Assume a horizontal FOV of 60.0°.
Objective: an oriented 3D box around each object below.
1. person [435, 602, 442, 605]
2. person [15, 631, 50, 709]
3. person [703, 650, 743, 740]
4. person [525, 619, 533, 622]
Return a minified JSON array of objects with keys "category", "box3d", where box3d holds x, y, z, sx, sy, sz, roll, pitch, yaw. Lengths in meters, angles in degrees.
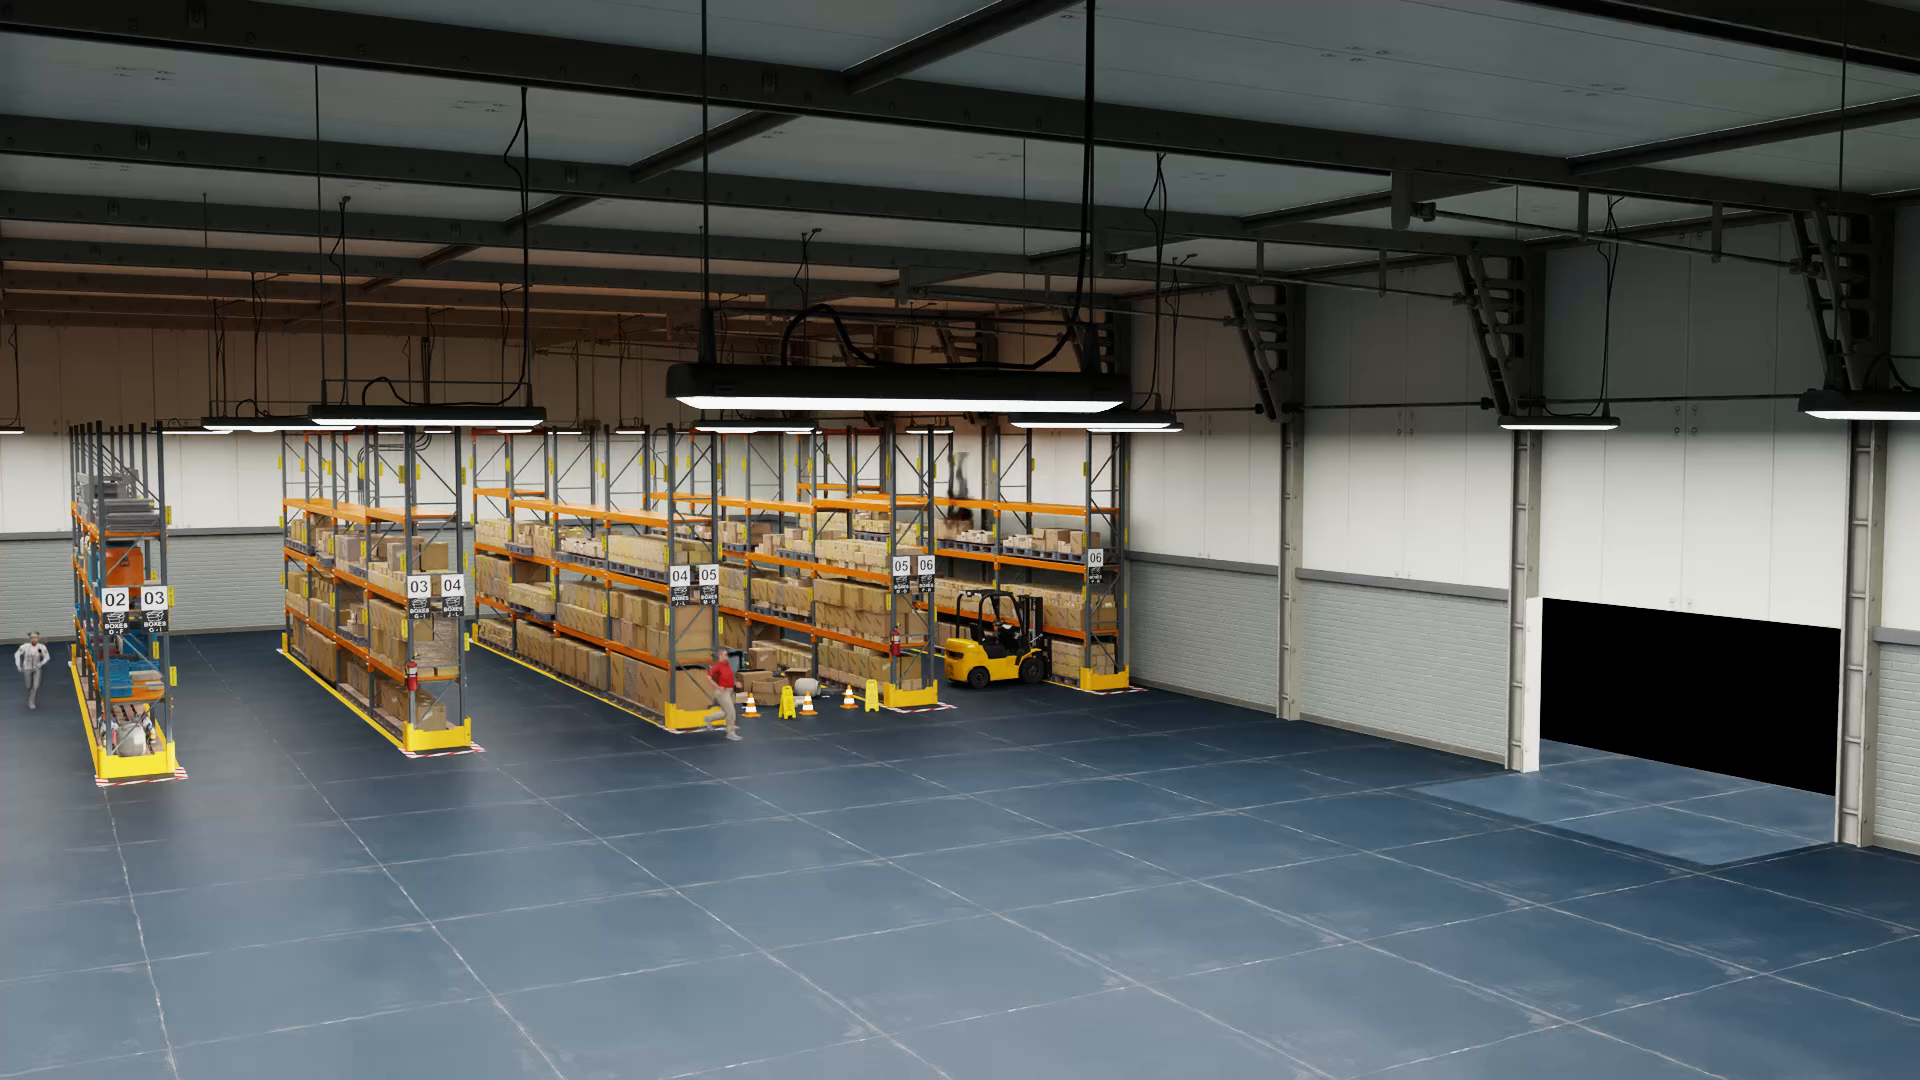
[{"category":"person","box3d":[-14.375,2.093,45.671,0.638,1.655,0.570,-1,4,-11]},{"category":"person","box3d":[-19.654,2.747,35.250,0.651,1.647,0.654,-2,4,-27]},{"category":"person","box3d":[-4.513,2.937,31.559,0.810,1.720,0.663,1,4,13]},{"category":"person","box3d":[-12.471,1.892,48.230,0.550,1.707,0.699,1,4,16]}]
